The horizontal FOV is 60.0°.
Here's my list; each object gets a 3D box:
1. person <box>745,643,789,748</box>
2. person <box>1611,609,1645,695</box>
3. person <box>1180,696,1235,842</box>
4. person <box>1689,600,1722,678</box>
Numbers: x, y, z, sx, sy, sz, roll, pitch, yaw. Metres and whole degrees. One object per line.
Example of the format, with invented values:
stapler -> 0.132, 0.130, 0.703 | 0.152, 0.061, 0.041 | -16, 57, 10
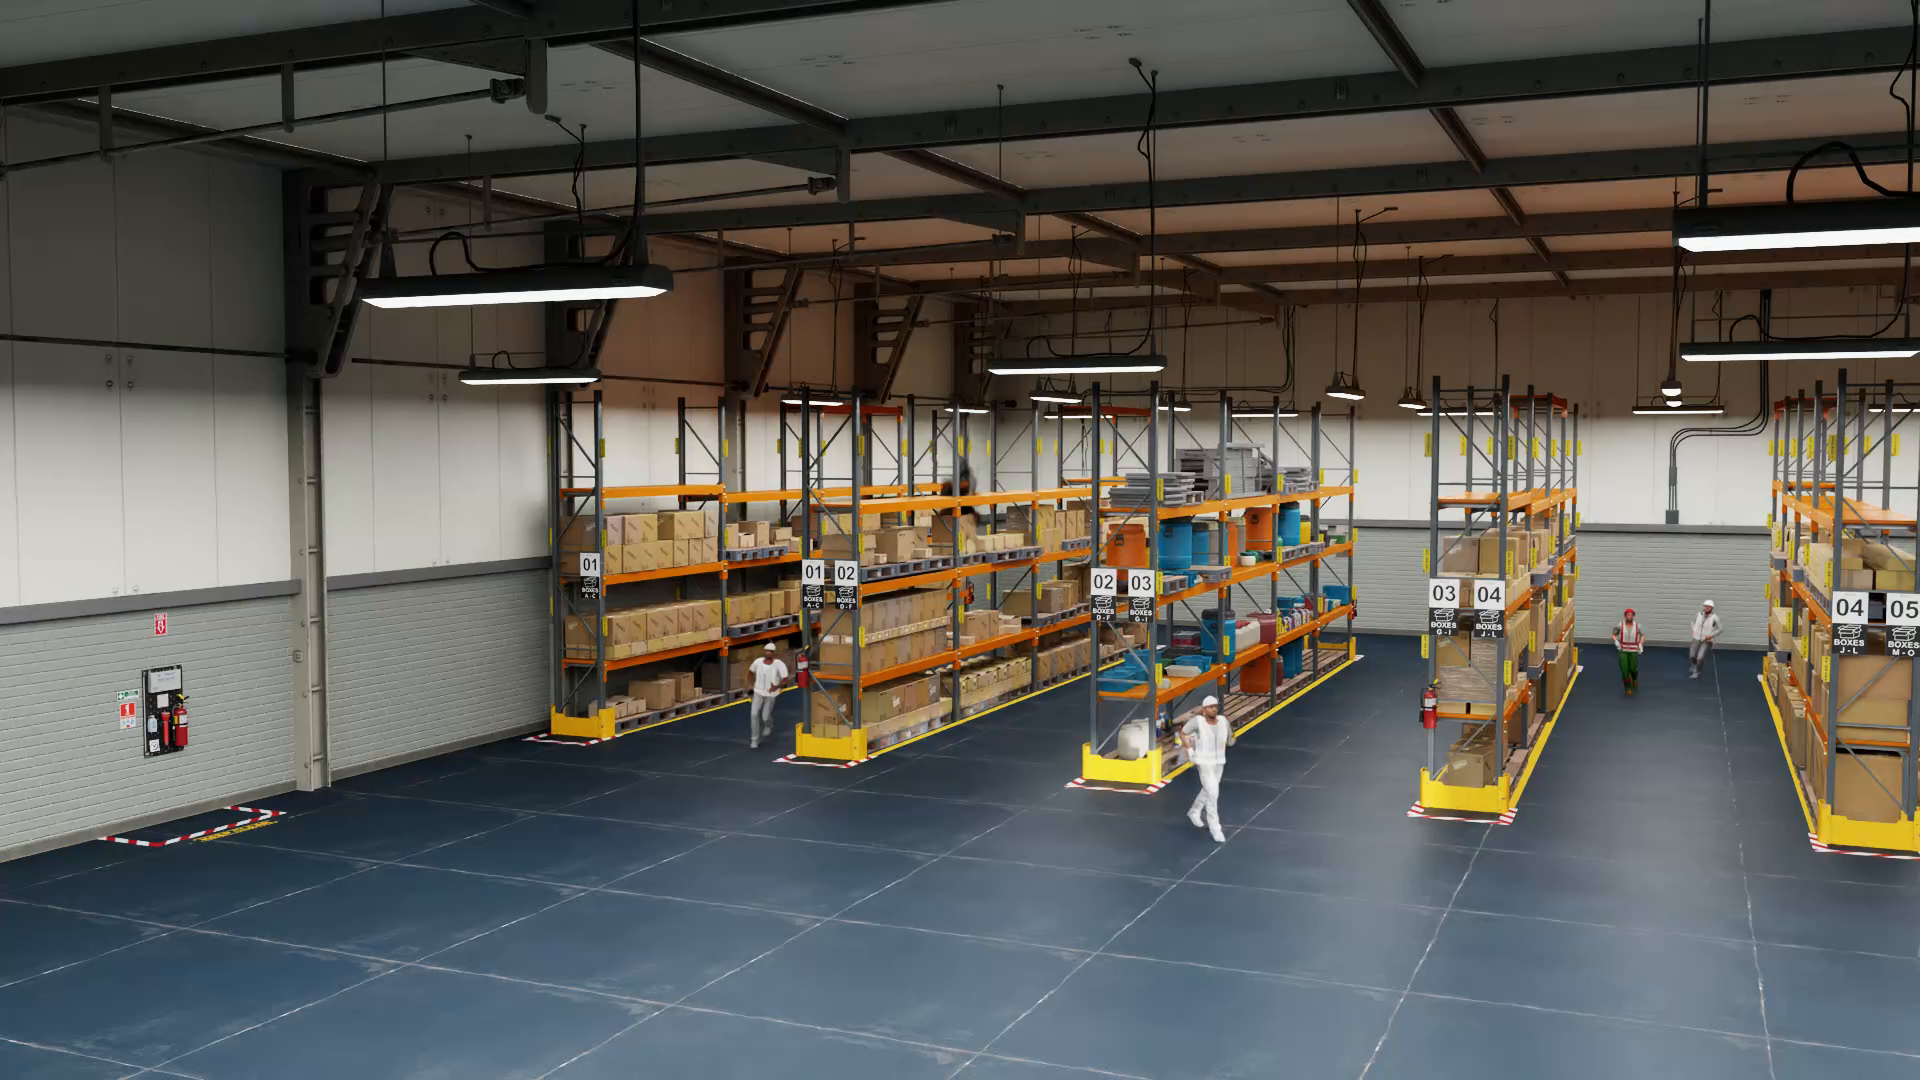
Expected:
person -> -3.255, 2.610, 28.093 | 0.744, 1.767, 0.802 | 1, 3, 10
person -> 13.579, 2.264, 33.823 | 0.643, 1.752, 0.635 | 1, 3, 20
person -> 3.244, 2.919, 21.533 | 0.655, 1.827, 0.876 | -2, 4, -27
person -> 16.205, 2.161, 36.173 | 0.715, 1.730, 0.544 | 3, 4, 43
